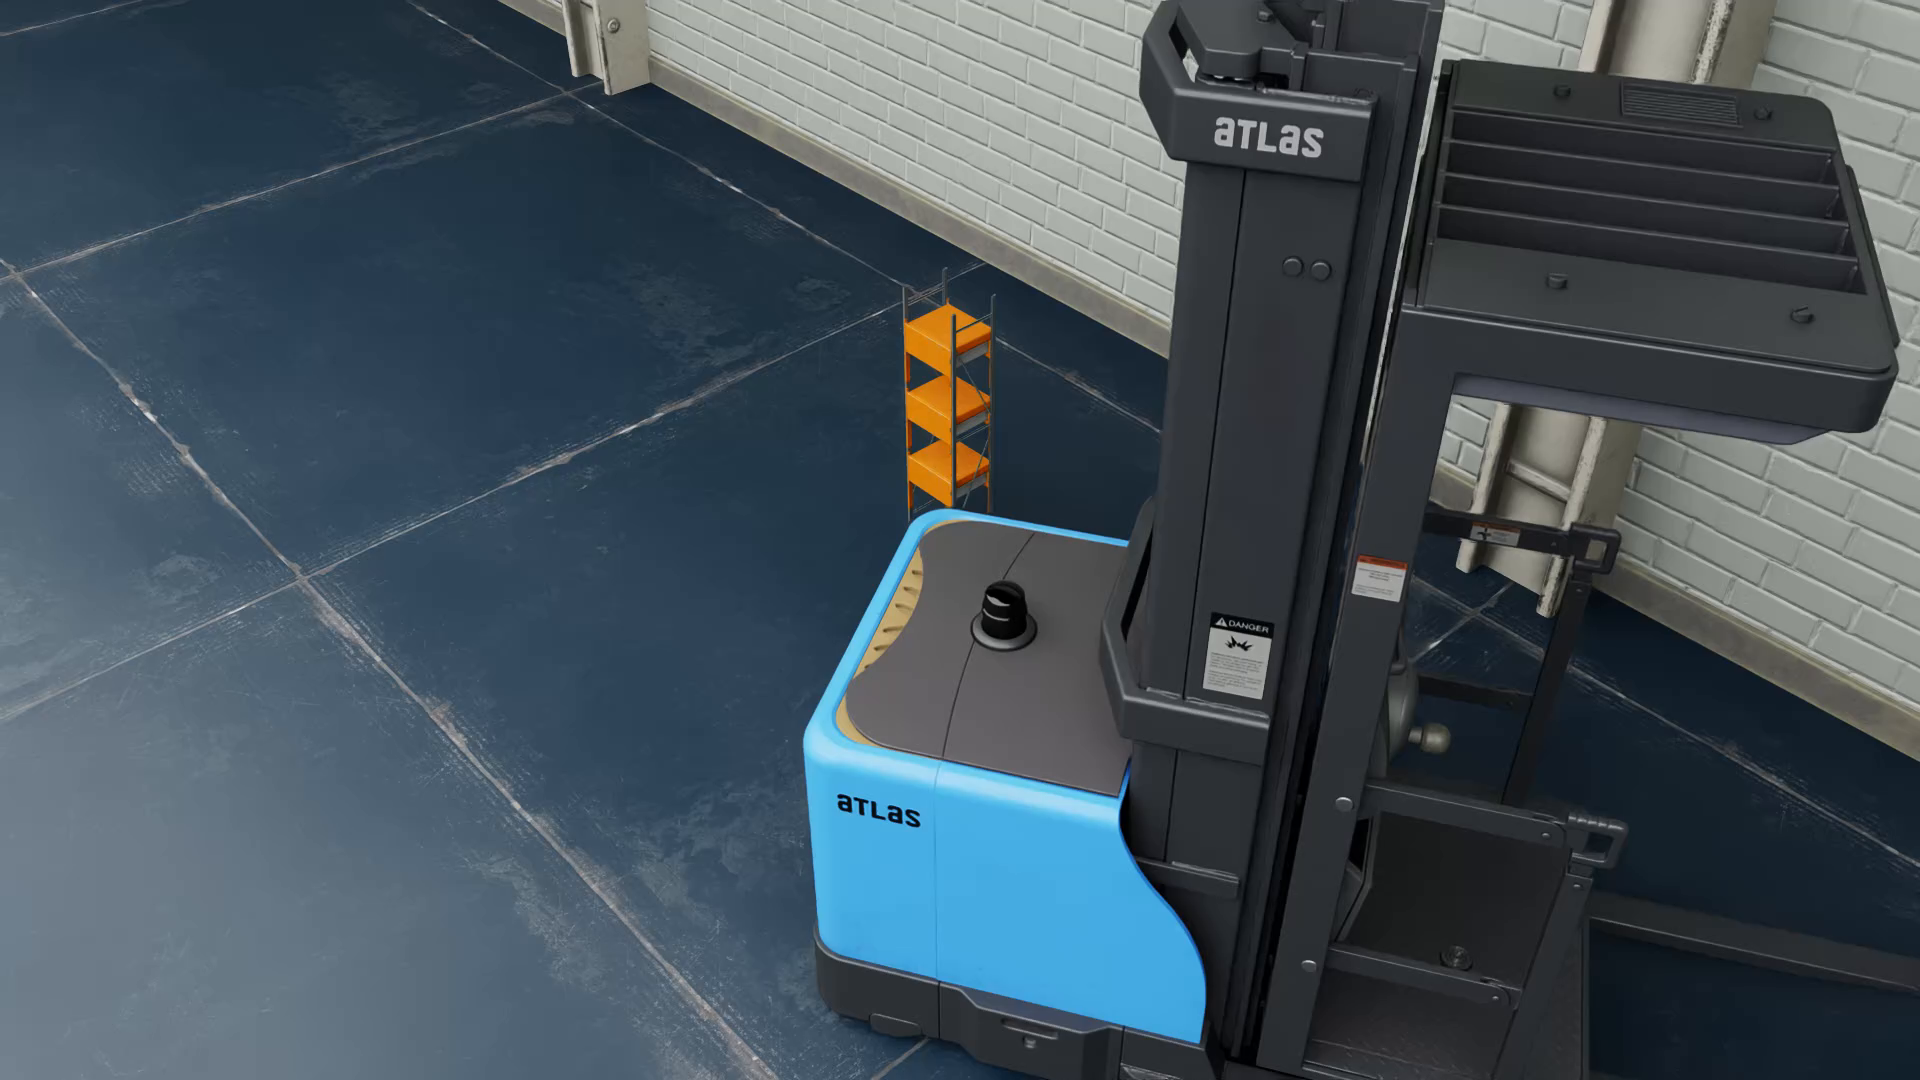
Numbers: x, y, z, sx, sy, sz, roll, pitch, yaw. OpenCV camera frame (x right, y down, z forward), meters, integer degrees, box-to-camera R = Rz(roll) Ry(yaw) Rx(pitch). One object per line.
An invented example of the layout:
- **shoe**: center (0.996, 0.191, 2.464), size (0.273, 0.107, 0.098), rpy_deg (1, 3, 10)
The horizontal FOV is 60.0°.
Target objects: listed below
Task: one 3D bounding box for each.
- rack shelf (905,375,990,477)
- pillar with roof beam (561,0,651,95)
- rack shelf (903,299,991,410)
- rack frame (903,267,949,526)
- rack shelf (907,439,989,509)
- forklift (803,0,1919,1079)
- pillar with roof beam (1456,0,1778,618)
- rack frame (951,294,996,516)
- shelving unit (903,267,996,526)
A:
- **rack shelf**: center (-0.036, -0.425, 5.957), size (0.215, 0.259, 0.240), rpy_deg (-30, 48, -32)
- **pillar with roof beam**: center (-5.158, -4.325, 4.443), size (9.100, 9.000, 0.400), rpy_deg (-30, 48, -32)
- **rack shelf**: center (-0.036, -0.646, 5.779), size (0.215, 0.259, 0.240), rpy_deg (-30, 48, -32)
- **rack frame**: center (-0.119, -0.490, 6.021), size (0.200, 1.050, 0.008), rpy_deg (-30, 48, -32)
- **rack shelf**: center (-0.036, -0.209, 6.132), size (0.215, 0.259, 0.240), rpy_deg (-30, 48, -32)
- **forklift**: center (1.182, 0.143, 3.740), size (3.031, 2.935, 1.130), rpy_deg (10, 40, 13)
- **pillar with roof beam**: center (-1.100, -1.548, 1.005), size (9.100, 9.000, 0.400), rpy_deg (-30, 48, -32)
- **rack frame**: center (0.046, -0.377, 5.881), size (0.200, 1.050, 0.008), rpy_deg (-30, 48, -32)
- **shelving unit**: center (-0.036, -0.433, 5.951), size (0.215, 1.050, 0.252), rpy_deg (-30, 48, -32)
